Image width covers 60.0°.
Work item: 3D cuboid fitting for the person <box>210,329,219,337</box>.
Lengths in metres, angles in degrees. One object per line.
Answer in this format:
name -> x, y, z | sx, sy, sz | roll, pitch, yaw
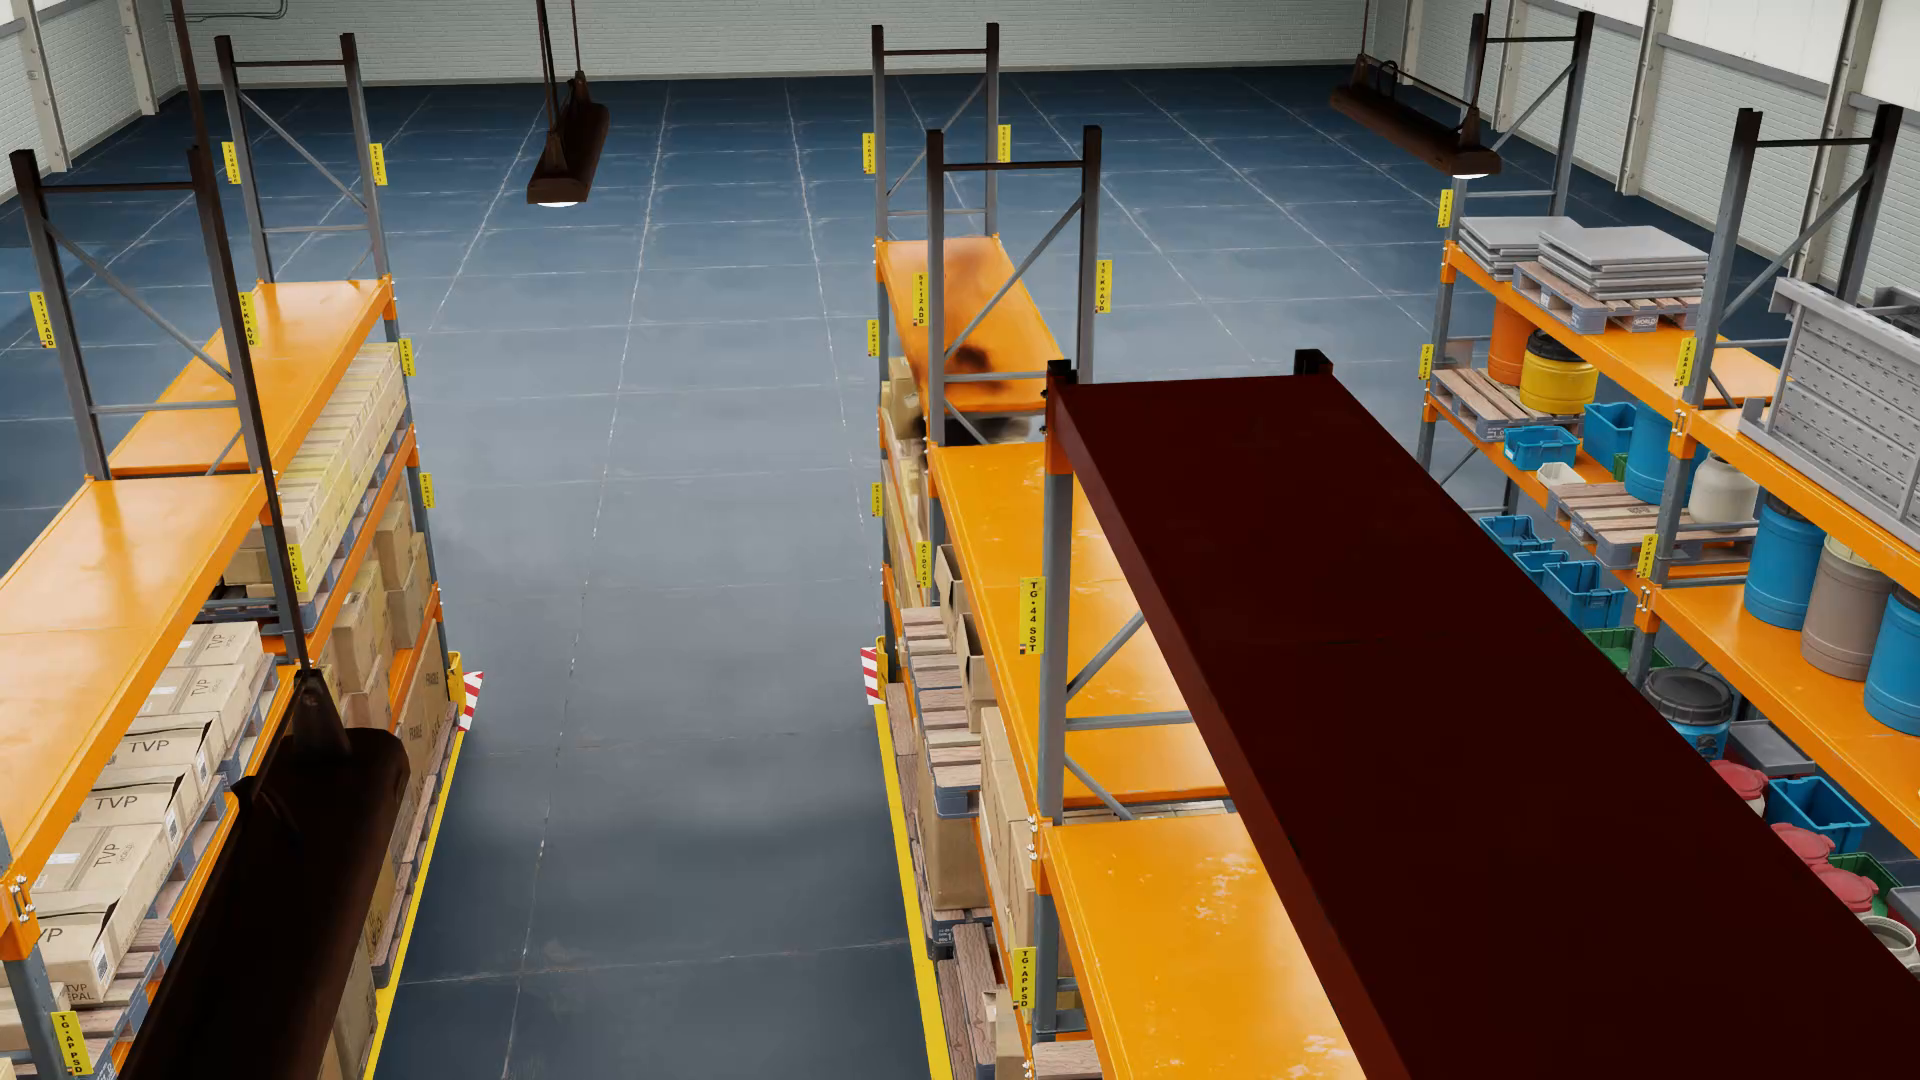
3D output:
person -> -8.744, -1.702, 20.023 | 0.914, 1.765, 0.670 | 18, 31, 33
